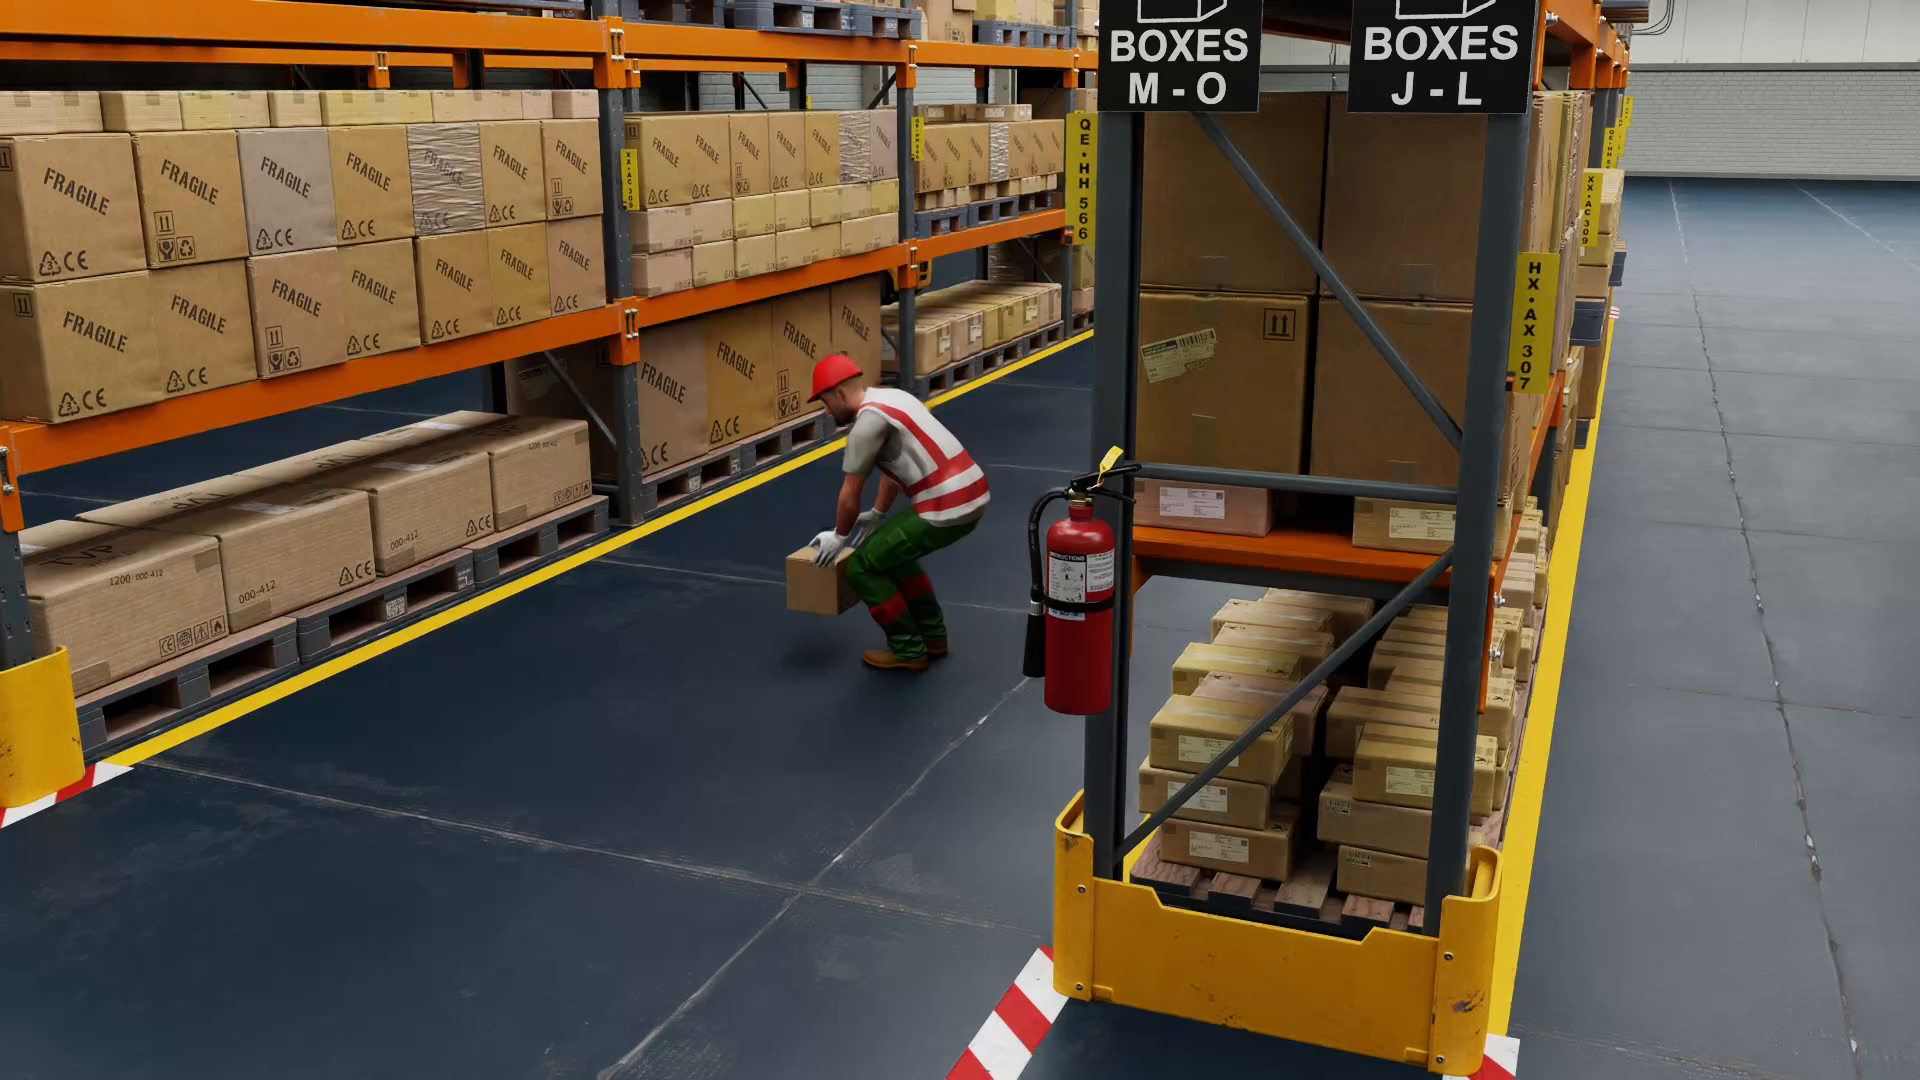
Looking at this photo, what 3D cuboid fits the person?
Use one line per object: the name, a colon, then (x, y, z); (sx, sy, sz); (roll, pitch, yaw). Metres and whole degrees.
person: (-0.283, -0.116, 7.229); (0.793, 1.354, 0.585); (6, 16, 21)
